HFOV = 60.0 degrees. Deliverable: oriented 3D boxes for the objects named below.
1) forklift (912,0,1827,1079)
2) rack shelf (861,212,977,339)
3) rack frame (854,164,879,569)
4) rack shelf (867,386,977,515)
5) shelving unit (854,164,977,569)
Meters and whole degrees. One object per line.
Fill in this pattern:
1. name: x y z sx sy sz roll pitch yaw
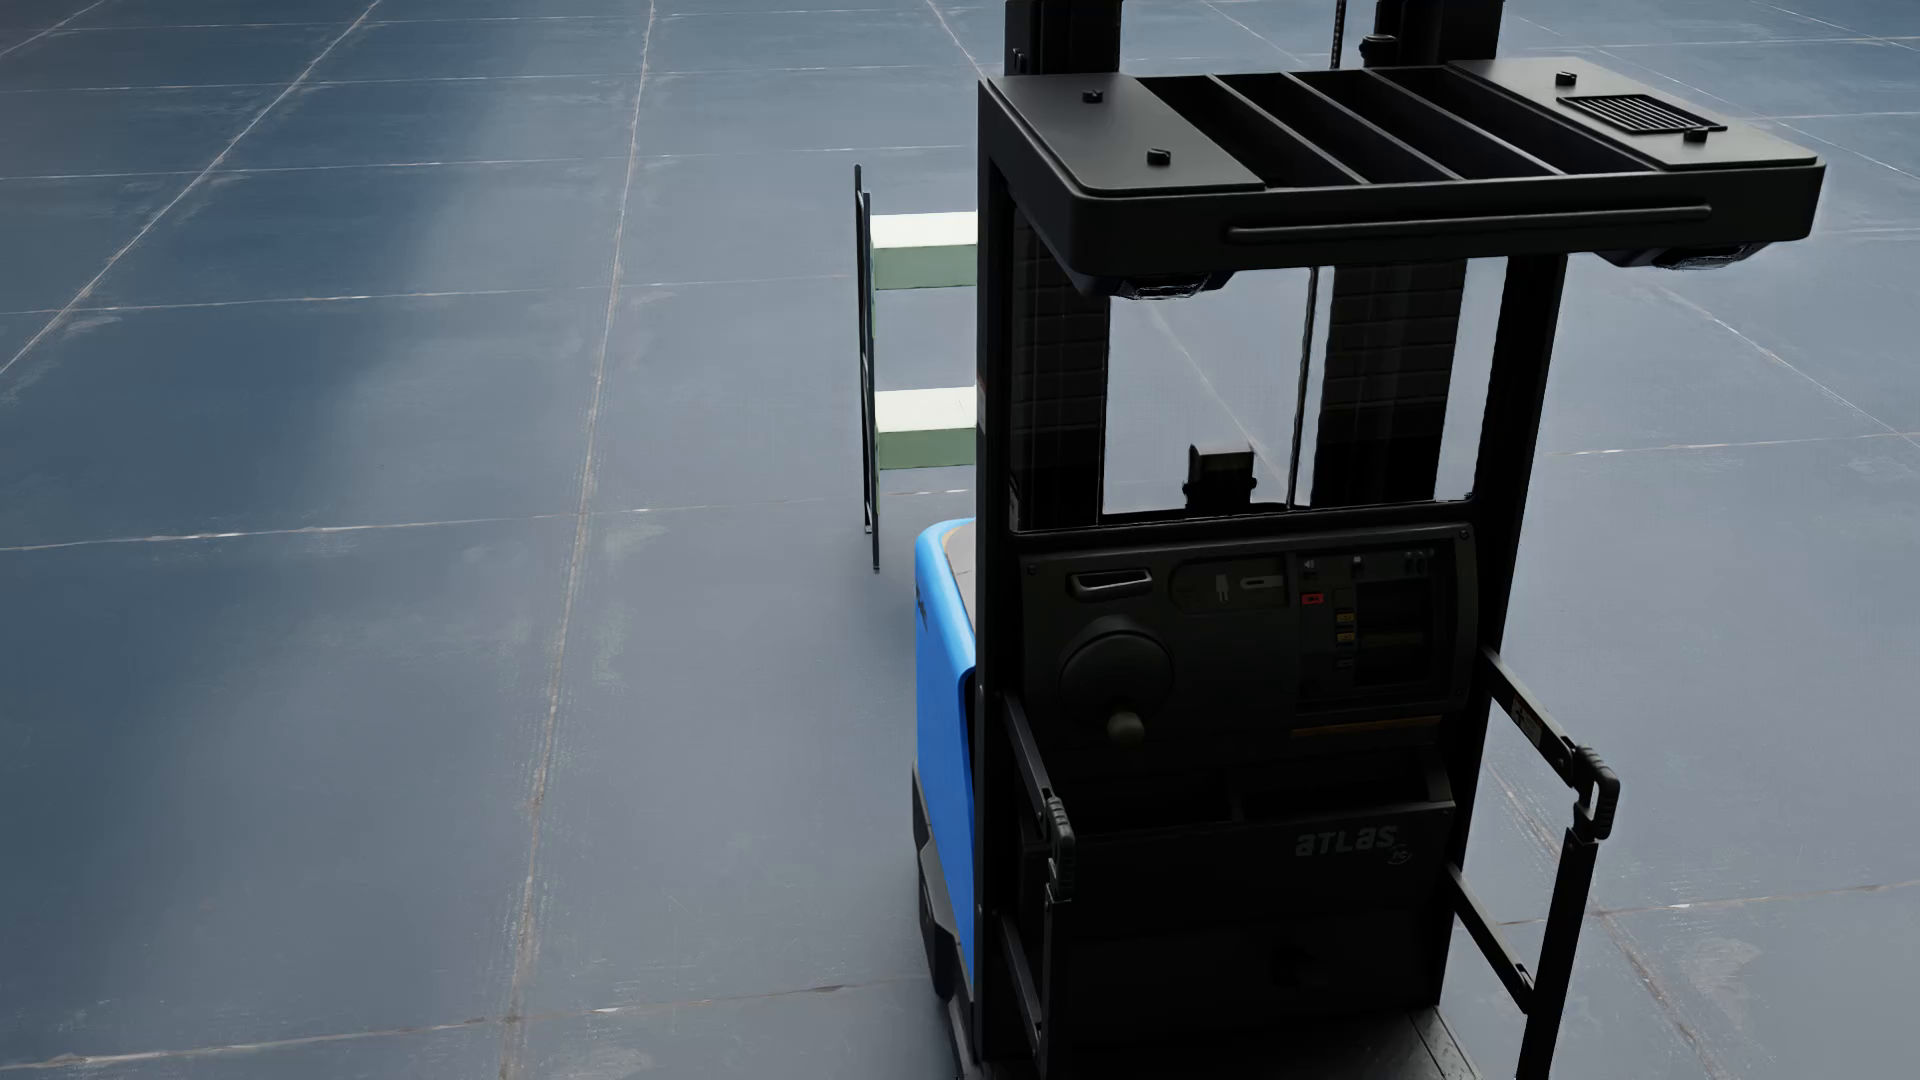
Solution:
1. forklift: 0.615 0.225 3.101 1.130 2.935 3.031 -4 27 -8
2. rack shelf: 0.007 -1.015 6.230 0.720 0.370 0.431 -4 27 -7
3. rack frame: -0.356 -0.644 6.363 0.023 1.500 0.400 -4 27 -7
4. rack shelf: 0.007 -0.378 6.557 0.720 0.370 0.431 -4 27 -7
5. shelving unit: 0.007 -0.668 6.408 0.755 1.500 0.431 -4 27 -7
